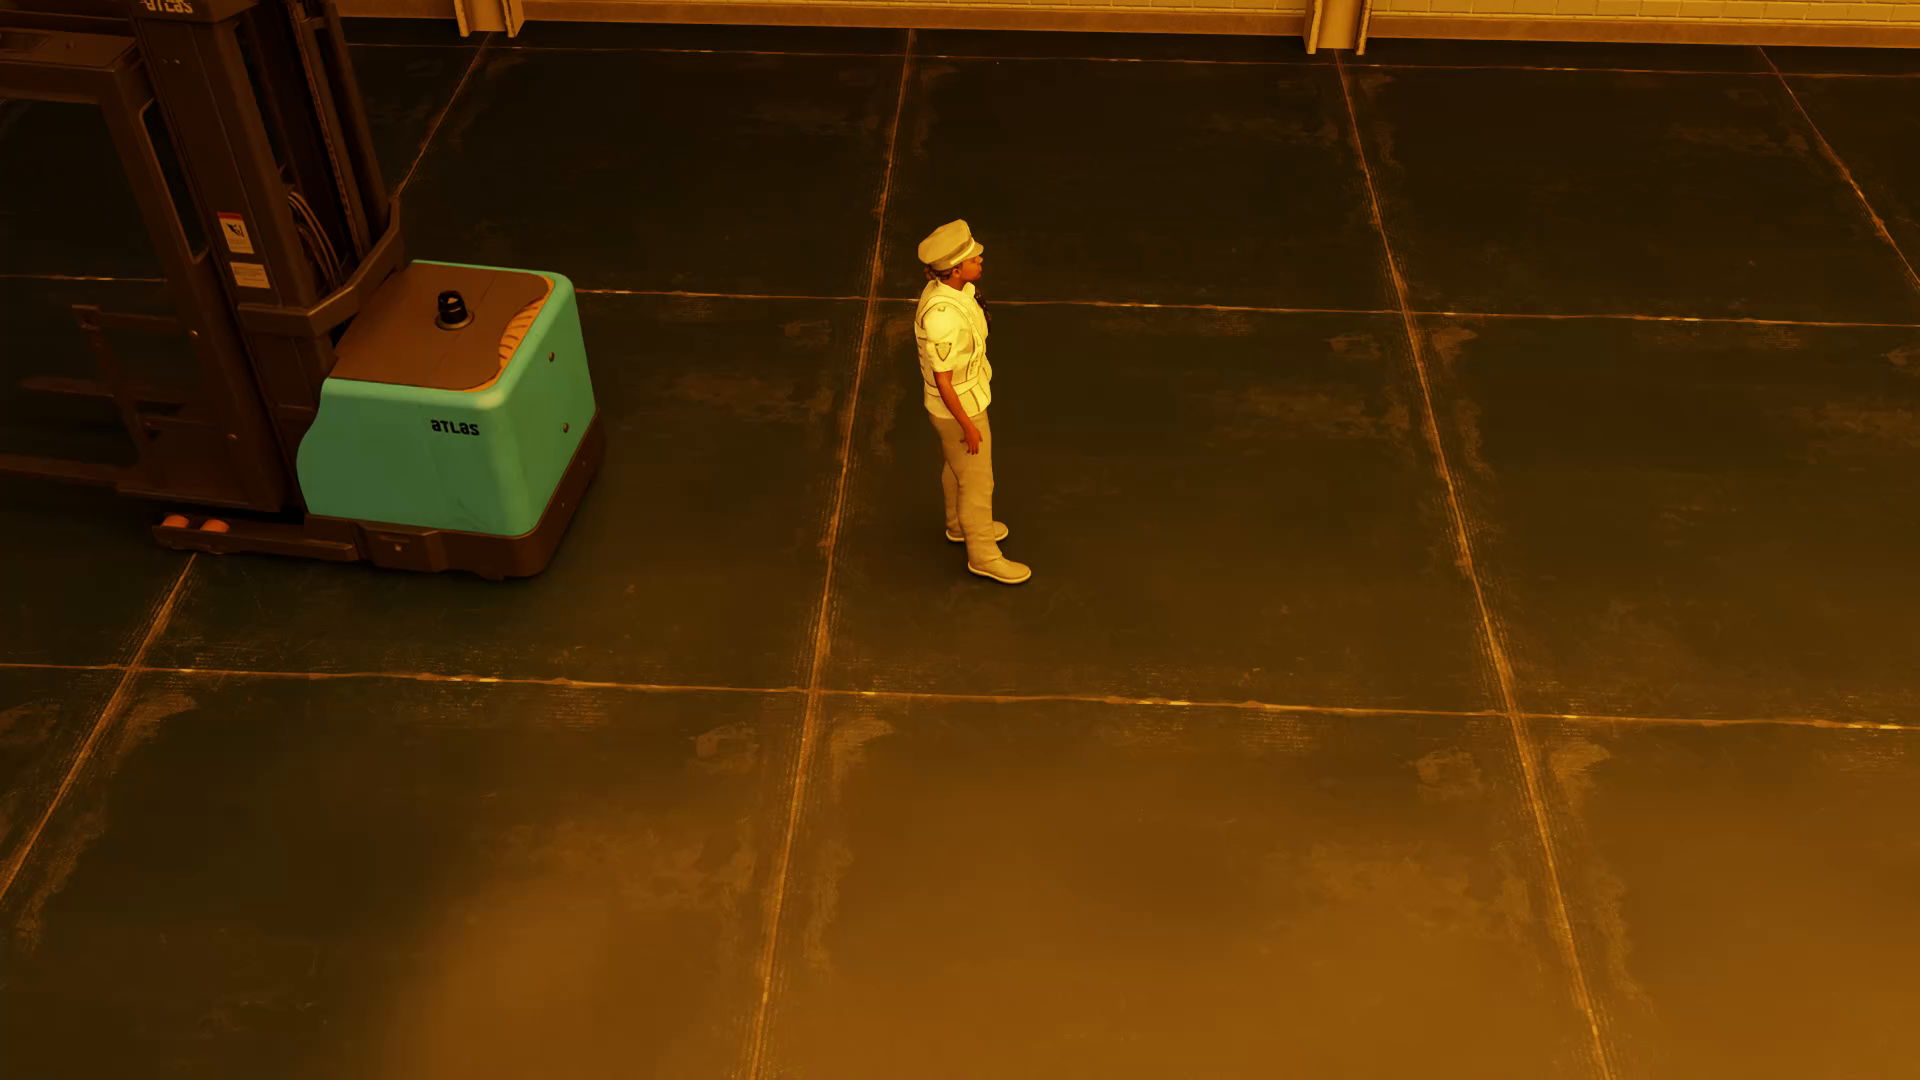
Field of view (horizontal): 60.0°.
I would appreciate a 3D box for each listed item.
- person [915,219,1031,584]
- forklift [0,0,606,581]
[{"bbox_3d":[0.074,-0.614,7.324,0.530,1.692,0.569,2,42,2],"label":"person"},{"bbox_3d":[-3.333,-1.361,7.233,3.031,2.935,1.130,6,43,7],"label":"forklift"}]
